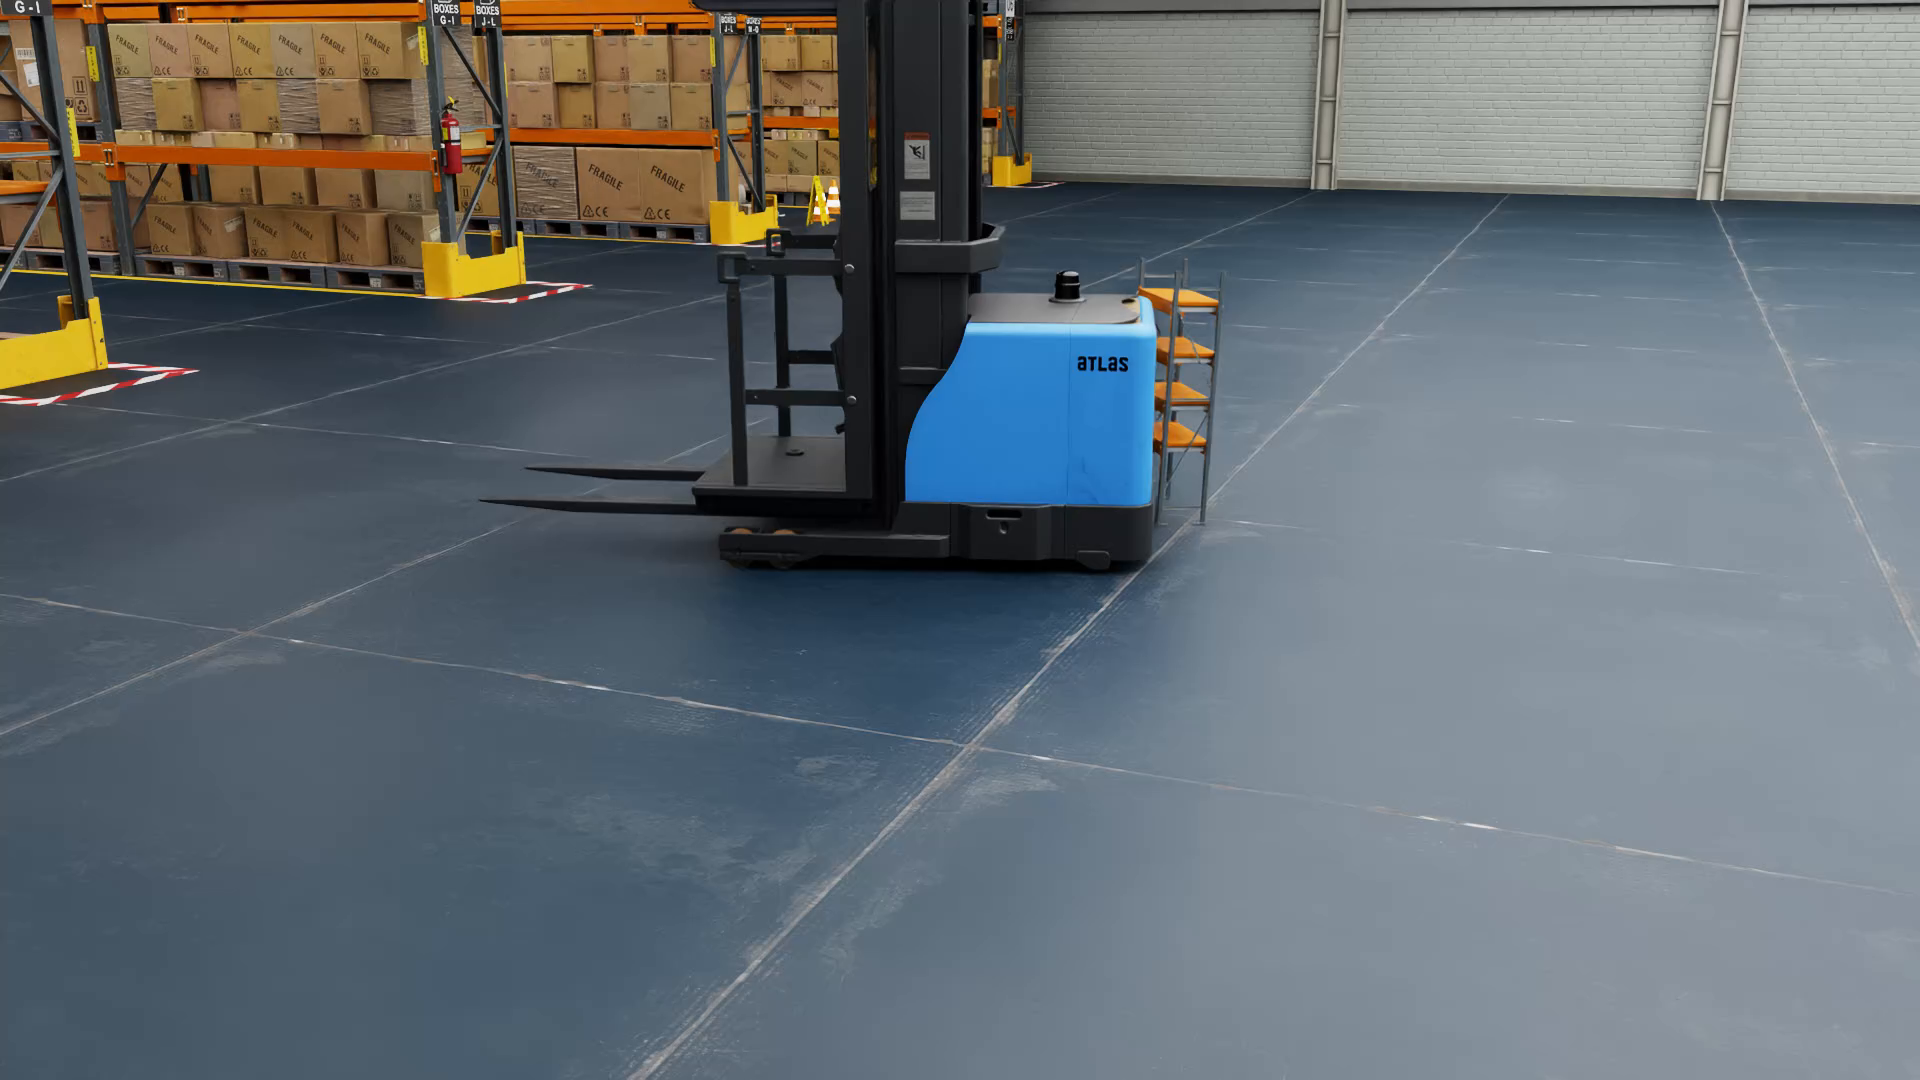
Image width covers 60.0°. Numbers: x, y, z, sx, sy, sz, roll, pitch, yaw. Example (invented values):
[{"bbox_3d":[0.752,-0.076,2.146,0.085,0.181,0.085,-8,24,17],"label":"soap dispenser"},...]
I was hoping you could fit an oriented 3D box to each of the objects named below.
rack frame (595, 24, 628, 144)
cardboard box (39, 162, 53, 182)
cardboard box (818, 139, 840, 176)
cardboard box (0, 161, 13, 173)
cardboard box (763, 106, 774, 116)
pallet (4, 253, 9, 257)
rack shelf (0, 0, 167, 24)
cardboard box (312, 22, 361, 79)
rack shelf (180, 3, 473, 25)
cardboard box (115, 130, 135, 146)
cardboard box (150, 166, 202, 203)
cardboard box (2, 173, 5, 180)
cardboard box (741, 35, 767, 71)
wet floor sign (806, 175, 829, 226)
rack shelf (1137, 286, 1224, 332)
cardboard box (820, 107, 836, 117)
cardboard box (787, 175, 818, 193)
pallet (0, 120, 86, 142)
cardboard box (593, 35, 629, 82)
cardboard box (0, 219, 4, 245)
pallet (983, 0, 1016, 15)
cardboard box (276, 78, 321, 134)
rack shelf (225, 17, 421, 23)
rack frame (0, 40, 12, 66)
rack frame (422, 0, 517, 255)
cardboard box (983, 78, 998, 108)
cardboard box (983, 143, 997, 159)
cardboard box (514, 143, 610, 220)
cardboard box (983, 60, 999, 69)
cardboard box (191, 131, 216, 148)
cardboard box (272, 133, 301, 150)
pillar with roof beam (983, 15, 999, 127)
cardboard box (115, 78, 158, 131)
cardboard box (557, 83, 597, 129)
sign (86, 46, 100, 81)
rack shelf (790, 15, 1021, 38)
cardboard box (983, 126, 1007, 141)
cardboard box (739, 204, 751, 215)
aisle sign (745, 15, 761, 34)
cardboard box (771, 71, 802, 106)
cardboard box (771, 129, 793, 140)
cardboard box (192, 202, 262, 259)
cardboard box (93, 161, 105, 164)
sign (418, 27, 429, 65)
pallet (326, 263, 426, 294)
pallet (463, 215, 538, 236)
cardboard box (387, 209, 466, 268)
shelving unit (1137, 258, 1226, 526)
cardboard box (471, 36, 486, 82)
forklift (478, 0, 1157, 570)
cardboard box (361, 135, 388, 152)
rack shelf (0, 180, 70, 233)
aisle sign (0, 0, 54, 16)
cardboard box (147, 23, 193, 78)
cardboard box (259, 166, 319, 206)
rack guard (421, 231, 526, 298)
[{"bbox_3d":[-6.549,-8.514,31.620,0.127,3.000,1.000,6,17,21],"label":"rack frame"},{"bbox_3d":[-12.727,-5.144,23.744,0.500,0.500,0.500,7,18,23],"label":"cardboard box"},{"bbox_3d":[-1.766,-5.663,24.635,0.500,0.500,0.500,6,17,21],"label":"cardboard box"},{"bbox_3d":[-14.054,-5.548,24.699,0.250,0.149,0.380,7,18,23],"label":"cardboard box"},{"bbox_3d":[-2.766,-6.431,24.897,0.250,0.149,0.380,6,17,21],"label":"cardboard box"},{"bbox_3d":[-11.276,-3.236,18.443,1.213,0.211,1.003,6,17,21],"label":"pallet"},{"bbox_3d":[-10.142,-5.546,17.309,4.000,0.370,1.077,6,17,21],"label":"rack shelf"},{"bbox_3d":[-5.630,-4.550,15.462,0.500,0.500,0.500,6,17,21],"label":"cardboard box"},{"bbox_3d":[-8.228,-6.822,21.704,4.000,0.370,1.077,6,17,21],"label":"rack shelf"},{"bbox_3d":[-8.192,-4.026,16.612,0.250,0.149,0.380,6,17,21],"label":"cardboard box"},{"bbox_3d":[-10.797,-4.933,23.015,0.500,0.500,0.500,6,17,20],"label":"cardboard box"},{"bbox_3d":[-14.298,-5.439,24.856,0.250,0.149,0.380,6,17,21],"label":"cardboard box"},{"bbox_3d":[-2.873,-7.241,24.728,0.500,0.500,0.700,6,17,20],"label":"cardboard box"},{"bbox_3d":[-1.893,-4.494,21.995,0.232,0.644,0.267,3,17,11],"label":"wet floor sign"},{"bbox_3d":[1.034,-1.094,7.864,0.258,0.148,0.480,-1,16,-13],"label":"rack shelf"},{"bbox_3d":[-1.858,-6.299,24.441,0.250,0.149,0.380,6,17,20],"label":"cardboard box"},{"bbox_3d":[-2.254,-5.357,24.924,0.500,0.250,0.500,6,17,21],"label":"cardboard box"},{"bbox_3d":[-10.146,-4.372,17.697,1.213,0.211,1.003,6,17,21],"label":"pallet"},{"bbox_3d":[-3.994,-5.877,20.332,0.550,0.550,0.875,6,17,21],"label":"cardboard box"},{"bbox_3d":[-10.322,-3.494,18.023,0.500,0.500,0.700,8,18,25],"label":"cardboard box"},{"bbox_3d":[0.245,-9.173,28.668,1.213,0.211,1.003,6,17,21],"label":"pallet"},{"bbox_3d":[-6.021,-4.174,15.959,0.500,0.500,0.875,6,17,21],"label":"cardboard box"},{"bbox_3d":[-10.227,-8.526,27.571,4.000,0.370,1.077,6,17,21],"label":"rack shelf"},{"bbox_3d":[-13.810,-6.341,24.136,0.127,3.000,1.000,6,17,21],"label":"rack frame"},{"bbox_3d":[-4.561,-3.838,15.512,0.127,3.000,1.000,6,17,21],"label":"rack frame"},{"bbox_3d":[0.339,-7.726,28.726,0.500,0.500,0.500,6,17,19],"label":"cardboard box"},{"bbox_3d":[0.326,-6.785,28.949,0.500,0.250,0.500,6,17,20],"label":"cardboard box"},{"bbox_3d":[-4.968,-4.530,20.957,0.875,0.875,0.875,6,17,21],"label":"cardboard box"},{"bbox_3d":[0.483,-8.180,28.593,0.250,0.149,0.380,6,17,21],"label":"cardboard box"},{"bbox_3d":[-7.268,-3.919,16.245,0.250,0.149,0.380,6,17,21],"label":"cardboard box"},{"bbox_3d":[-6.335,-3.819,15.898,0.250,0.149,0.380,6,17,21],"label":"cardboard box"},{"bbox_3d":[-1.003,-9.765,25.169,0.400,9.000,9.100,6,17,21],"label":"pillar with roof beam"},{"bbox_3d":[-7.886,-4.376,16.653,0.500,0.500,0.875,6,17,21],"label":"cardboard box"},{"bbox_3d":[-4.511,-5.396,20.611,0.500,0.550,0.875,6,17,21],"label":"cardboard box"},{"bbox_3d":[-8.482,-4.658,16.263,0.005,0.325,0.100,6,17,21],"label":"sign"},{"bbox_3d":[-0.967,-8.995,29.188,4.000,0.370,1.077,6,17,21],"label":"rack shelf"},{"bbox_3d":[0.516,-7.155,29.325,0.500,0.250,0.500,6,17,20],"label":"cardboard box"},{"bbox_3d":[-2.884,-4.649,23.420,0.380,0.149,0.250,-12,20,-37],"label":"cardboard box"},{"bbox_3d":[-2.471,-6.433,19.788,0.004,0.787,0.394,6,17,21],"label":"aisle sign"},{"bbox_3d":[-2.459,-6.687,24.615,0.500,0.500,0.500,6,17,20],"label":"cardboard box"},{"bbox_3d":[-2.609,-6.049,24.800,0.250,0.149,0.380,7,18,23],"label":"cardboard box"},{"bbox_3d":[-7.389,-3.140,16.840,0.500,0.500,0.500,13,21,38],"label":"cardboard box"},{"bbox_3d":[-11.762,-5.400,23.280,0.500,0.250,0.500,7,17,22],"label":"cardboard box"},{"bbox_3d":[-4.783,-4.403,14.818,0.005,0.325,0.100,6,17,21],"label":"sign"},{"bbox_3d":[-5.374,-2.598,16.246,1.213,0.211,1.003,6,17,21],"label":"pallet"},{"bbox_3d":[-5.689,-4.086,21.368,1.213,0.211,1.003,6,17,21],"label":"pallet"},{"bbox_3d":[-5.135,-2.907,16.037,0.500,0.500,0.500,10,19,31],"label":"cardboard box"},{"bbox_3d":[1.018,-0.716,7.970,0.258,1.200,0.503,-1,16,-13],"label":"shelving unit"},{"bbox_3d":[-6.037,-6.067,20.985,0.550,0.550,0.875,6,17,21],"label":"cardboard box"},{"bbox_3d":[-0.638,-1.430,7.341,3.031,2.935,1.130,1,16,5],"label":"forklift"},{"bbox_3d":[-5.385,-3.730,15.594,0.250,0.149,0.380,6,17,21],"label":"cardboard box"},{"bbox_3d":[-8.239,-2.412,11.892,4.000,0.370,1.077,6,17,21],"label":"rack shelf"},{"bbox_3d":[-6.204,-3.870,10.961,0.004,0.787,0.394,6,17,21],"label":"aisle sign"},{"bbox_3d":[-7.491,-4.755,16.166,0.500,0.500,0.500,6,17,21],"label":"cardboard box"},{"bbox_3d":[-8.741,-4.879,22.382,0.750,0.750,1.050,7,17,21],"label":"cardboard box"},{"bbox_3d":[-4.631,-2.645,15.888,0.348,0.500,1.175,6,17,21],"label":"rack guard"}]
